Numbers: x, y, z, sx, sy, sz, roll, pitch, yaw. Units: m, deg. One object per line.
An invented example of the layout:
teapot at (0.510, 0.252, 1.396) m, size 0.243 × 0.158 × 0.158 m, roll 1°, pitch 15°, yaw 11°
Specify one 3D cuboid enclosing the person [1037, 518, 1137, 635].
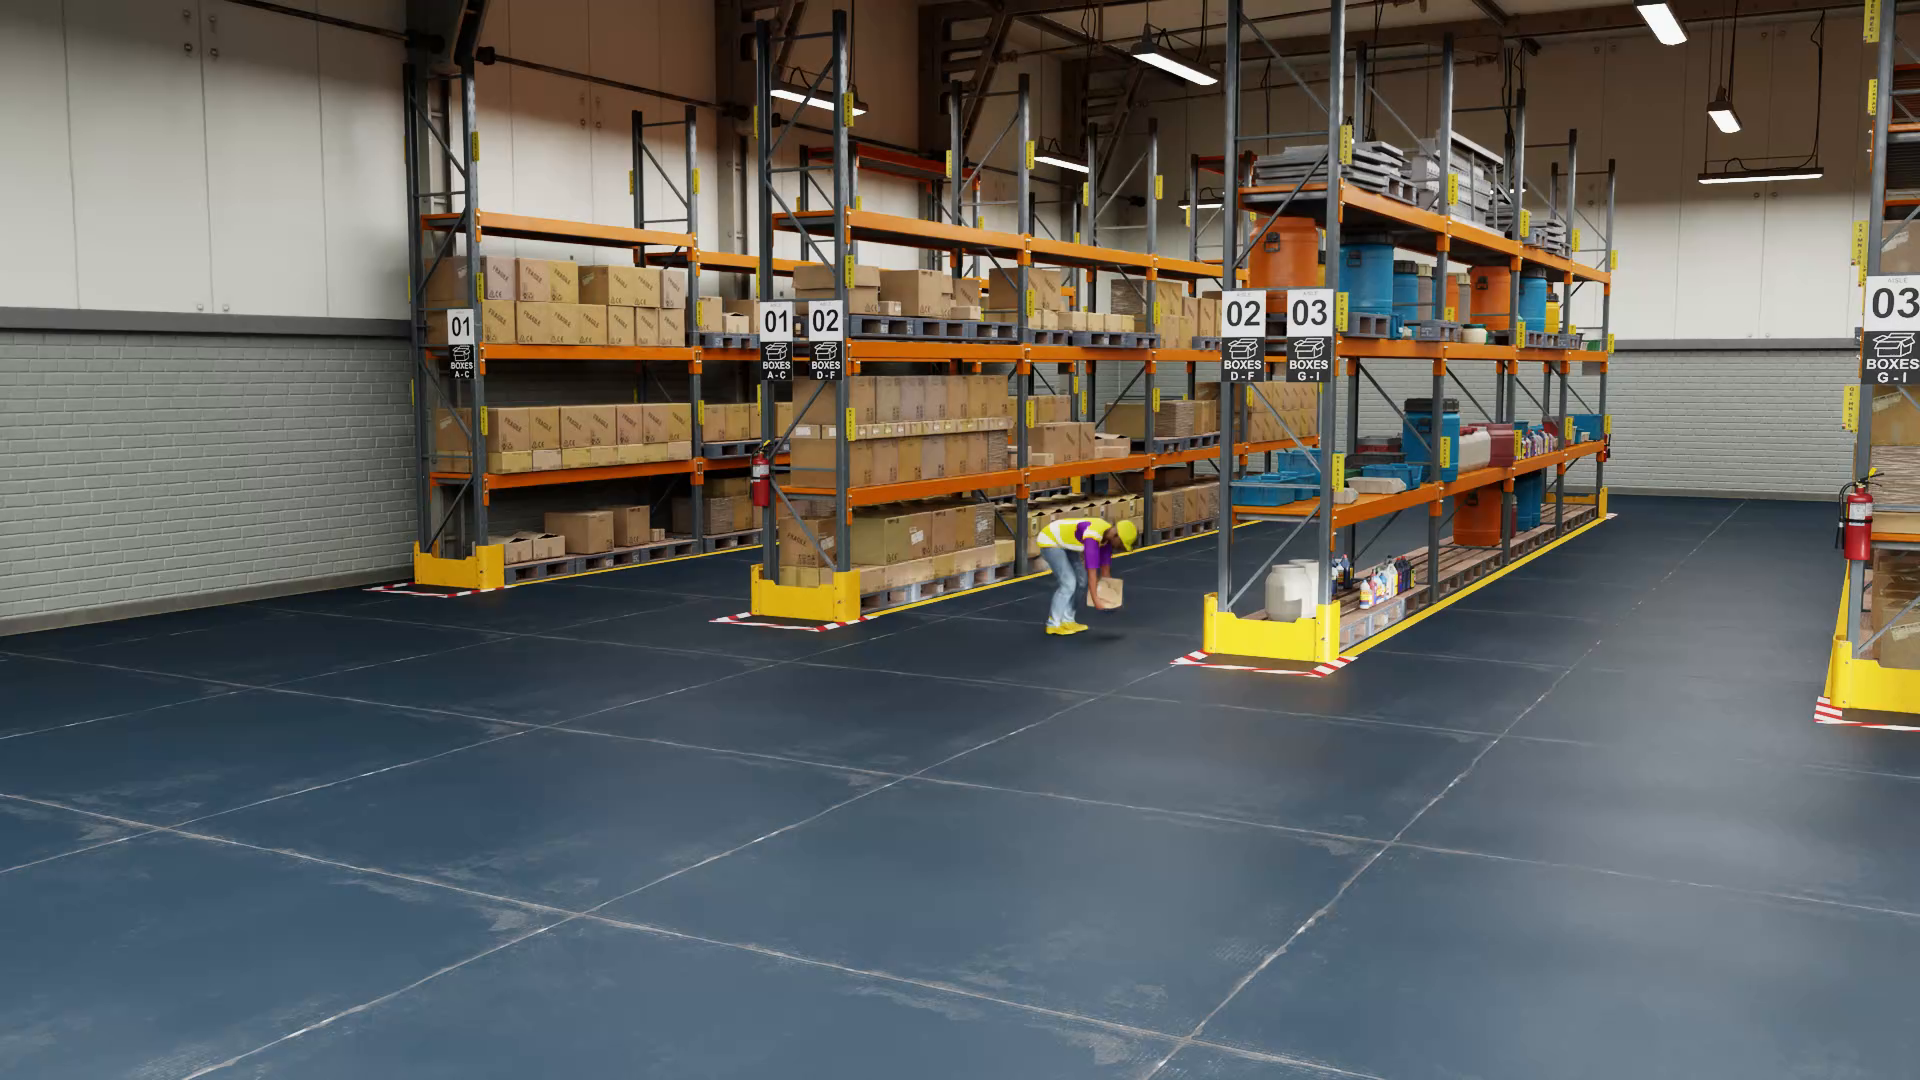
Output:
person at (1.219, 0.341, 15.854) m, size 0.979 × 1.119 × 0.477 m, roll 3°, pitch 7°, yaw 26°
